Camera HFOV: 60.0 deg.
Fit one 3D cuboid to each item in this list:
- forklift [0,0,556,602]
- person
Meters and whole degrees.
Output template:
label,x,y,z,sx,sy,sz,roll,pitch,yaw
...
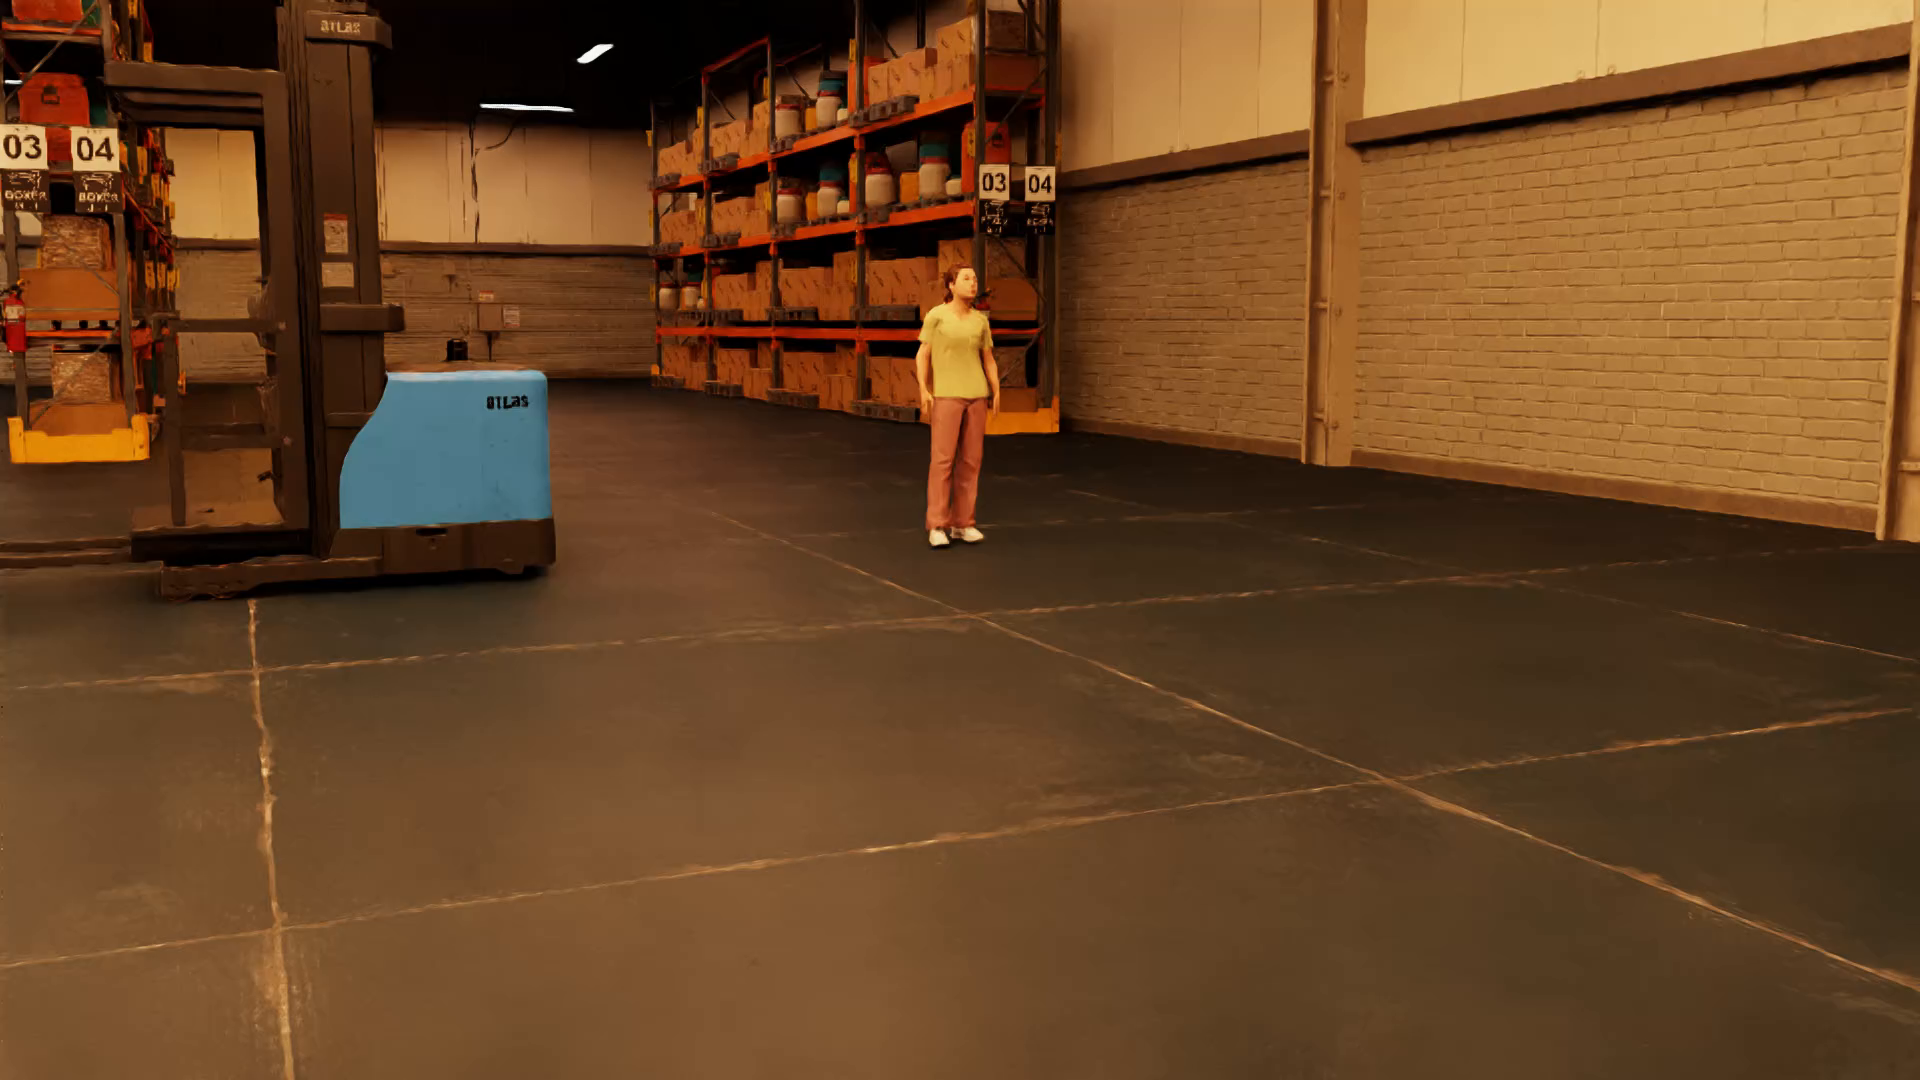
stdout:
label,x,y,z,sx,sy,sz,roll,pitch,yaw
forklift,-3.682,-1.237,8.322,3.031,2.935,1.130,-3,8,-25
person,0.019,-0.828,9.972,0.554,1.674,0.548,-3,8,-23
